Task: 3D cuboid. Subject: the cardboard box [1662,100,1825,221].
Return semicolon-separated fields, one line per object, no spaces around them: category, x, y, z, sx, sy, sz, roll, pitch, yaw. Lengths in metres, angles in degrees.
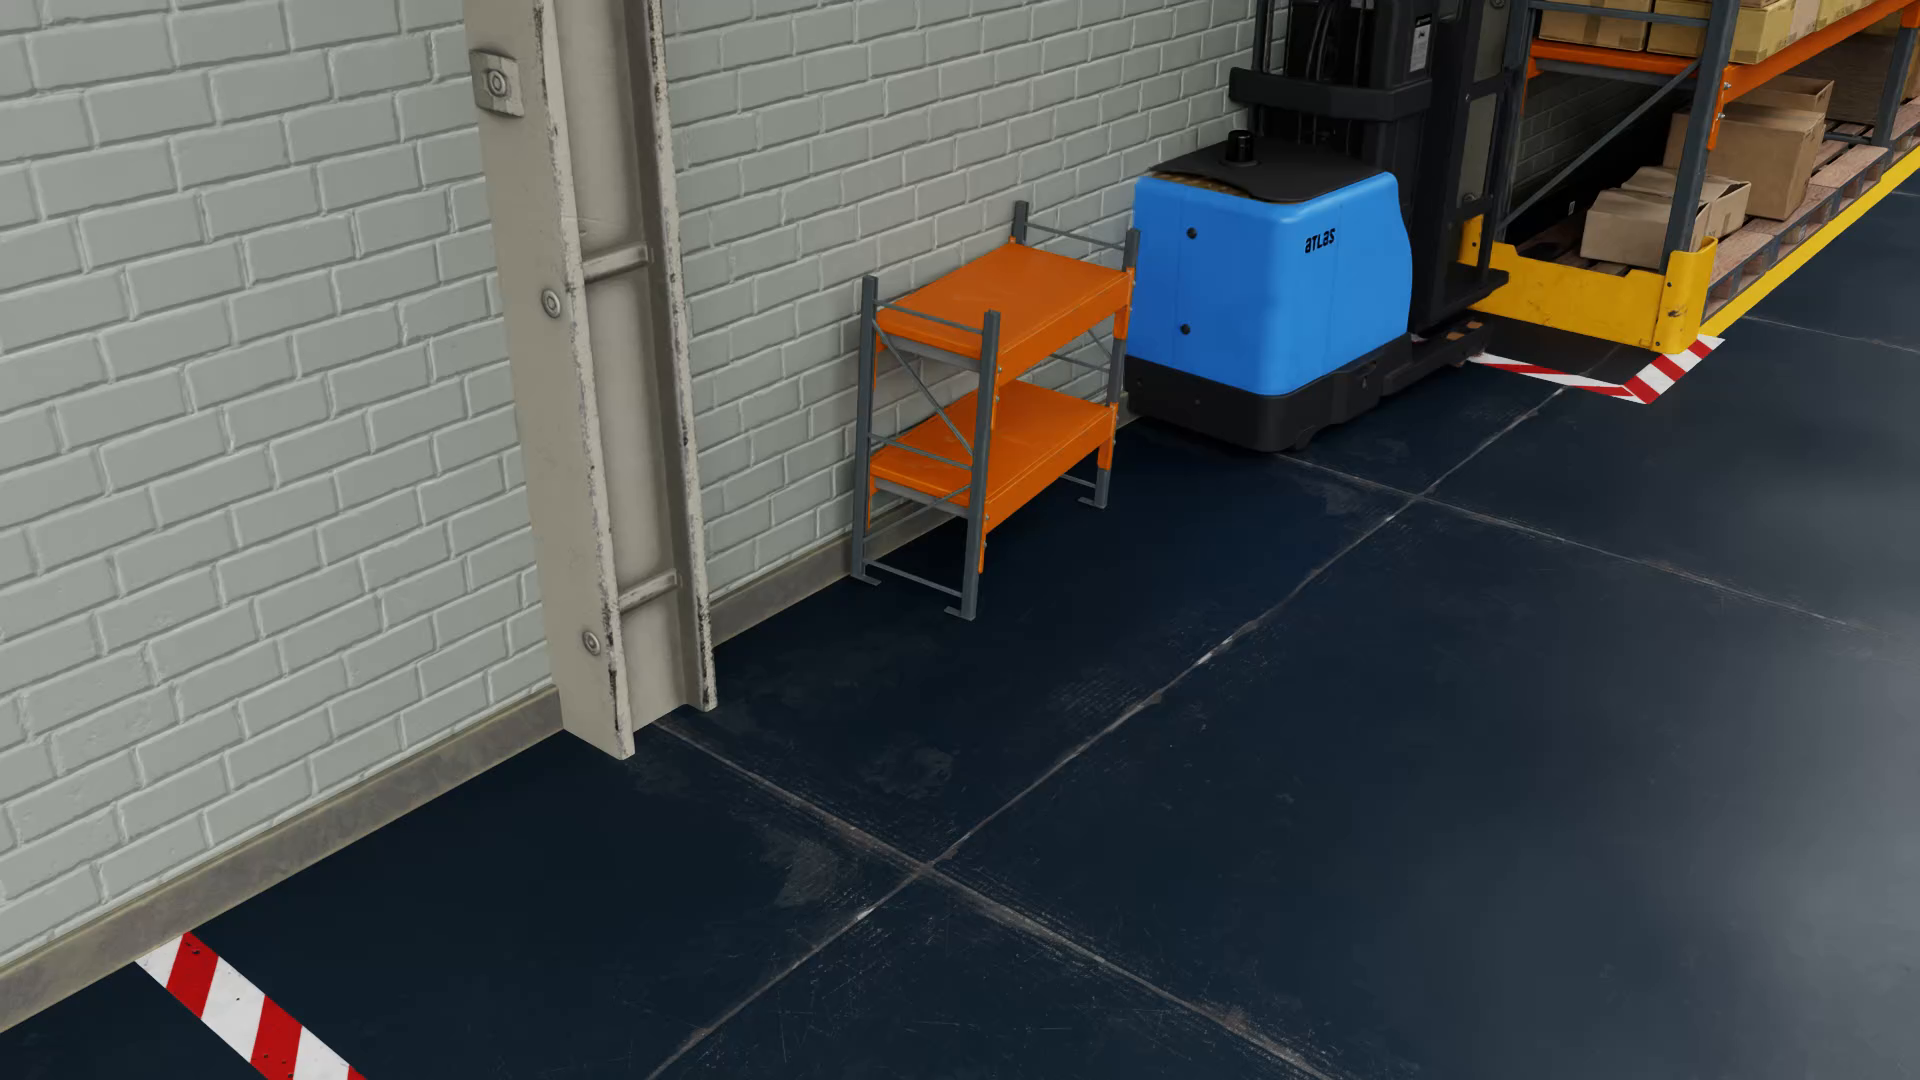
cardboard box;4.411;-2.166;9.413;0.700;0.500;0.500;18;33;31

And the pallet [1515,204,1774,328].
pallet;3.626;-1.480;8.881;1.003;0.211;1.213;21;34;34

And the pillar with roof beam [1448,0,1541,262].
pillar with roof beam;6.134;-4.321;4.809;9.100;9.000;0.400;21;34;34

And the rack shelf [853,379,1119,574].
rack shelf;0.113;-0.278;6.054;0.538;0.278;1.000;19;33;25

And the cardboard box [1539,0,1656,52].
cardboard box;3.182;-2.578;8.111;0.500;0.250;0.500;21;34;35

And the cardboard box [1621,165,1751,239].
cardboard box;3.906;-1.836;8.982;0.500;0.311;0.500;24;36;38

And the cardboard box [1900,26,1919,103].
cardboard box;6.324;-3.381;11.762;0.700;0.500;0.500;20;33;33

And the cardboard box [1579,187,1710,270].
cardboard box;3.544;-1.634;8.591;0.500;0.311;0.500;17;32;29

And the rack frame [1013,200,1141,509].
rack frame;0.389;-0.690;6.322;0.500;1.125;0.032;19;33;25

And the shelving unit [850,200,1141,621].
shelving unit;0.129;-0.490;5.934;0.538;1.125;1.048;19;33;25

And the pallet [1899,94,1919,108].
pallet;6.848;-3.304;12.408;1.003;0.211;1.213;21;34;34

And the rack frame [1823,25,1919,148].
rack frame;5.578;-3.832;10.393;1.000;3.000;0.127;21;34;34

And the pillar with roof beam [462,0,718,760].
pillar with roof beam;2.317;-2.194;0.697;9.100;9.000;0.400;21;34;34

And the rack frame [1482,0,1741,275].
rack frame;3.034;-2.414;7.651;1.000;3.000;0.127;21;34;34

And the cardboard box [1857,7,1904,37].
cardboard box;6.311;-3.673;11.511;0.500;0.250;0.500;20;33;33

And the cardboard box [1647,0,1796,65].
cardboard box;3.589;-2.436;7.836;0.500;0.250;0.500;20;33;33

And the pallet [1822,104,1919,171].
pallet;6.072;-2.870;11.568;1.003;0.211;1.213;21;34;34

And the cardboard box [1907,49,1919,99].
cardboard box;6.679;-3.550;12.089;0.700;0.500;0.500;21;34;35

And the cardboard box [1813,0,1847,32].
cardboard box;4.237;-2.803;8.546;0.500;0.250;0.500;20;34;34

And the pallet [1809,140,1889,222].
pallet;5.178;-2.345;10.553;1.003;0.211;1.213;21;34;34

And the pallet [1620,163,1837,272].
pallet;4.403;-1.911;9.713;1.003;0.211;1.213;21;34;34

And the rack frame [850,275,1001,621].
rack frame;-0.131;-0.290;5.546;0.500;1.125;0.032;19;33;25

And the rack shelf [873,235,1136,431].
rack shelf;0.148;-0.744;5.790;0.538;0.278;1.000;19;33;25

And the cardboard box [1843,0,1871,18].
cardboard box;4.561;-2.982;8.891;0.500;0.250;0.500;21;34;35

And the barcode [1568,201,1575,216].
barcode;3.246;-1.761;8.828;0.001;0.075;0.075;21;34;34

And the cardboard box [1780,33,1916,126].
cardboard box;6.034;-3.183;11.380;0.700;0.500;0.500;22;35;36

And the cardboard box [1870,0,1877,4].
cardboard box;4.880;-3.161;9.237;0.500;0.250;0.500;21;34;34

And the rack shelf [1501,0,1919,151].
rack shelf;4.306;-2.803;9.187;1.077;0.370;4.000;21;34;34

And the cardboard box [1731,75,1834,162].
cardboard box;4.949;-2.537;10.132;0.500;0.500;0.500;18;32;31

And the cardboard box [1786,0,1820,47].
cardboard box;3.909;-2.625;8.200;0.500;0.250;0.500;20;33;33

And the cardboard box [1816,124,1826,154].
cardboard box;5.261;-2.571;10.559;0.380;0.166;0.250;16;31;28

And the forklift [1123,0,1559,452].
forklift;1.899;-2.253;7.415;1.130;2.935;3.031;23;35;37

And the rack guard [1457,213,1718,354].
rack guard;3.082;-1.330;8.278;1.175;0.500;0.348;21;34;34

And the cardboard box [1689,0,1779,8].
cardboard box;3.570;-2.771;7.666;0.500;0.500;0.500;21;34;34
